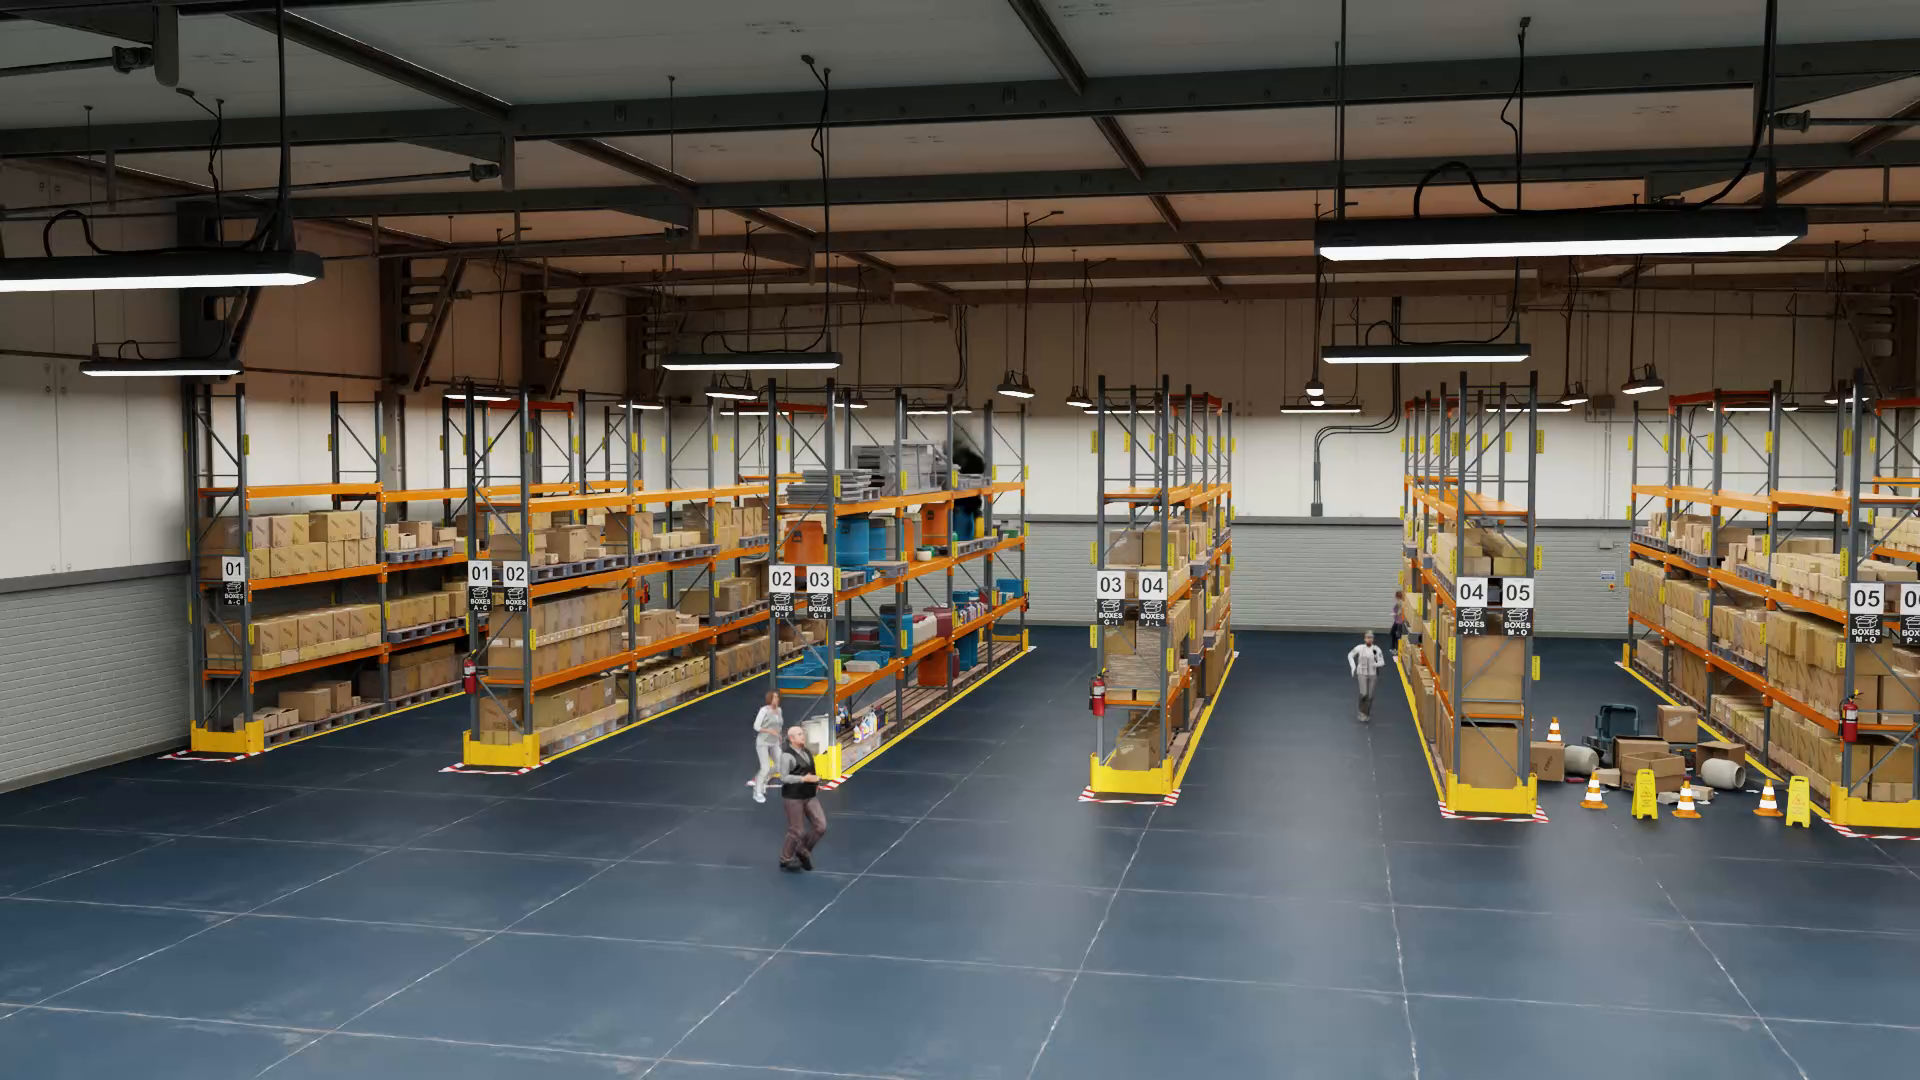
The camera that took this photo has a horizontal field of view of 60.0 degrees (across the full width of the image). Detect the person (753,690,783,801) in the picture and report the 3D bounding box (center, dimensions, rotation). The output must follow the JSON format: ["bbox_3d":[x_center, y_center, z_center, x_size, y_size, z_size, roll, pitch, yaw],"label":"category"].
[{"bbox_3d":[-2.637,2.891,23.402,0.550,1.552,0.551,-3,5,-44],"label":"person"}]

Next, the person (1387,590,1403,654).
[{"bbox_3d":[10.541,1.989,39.601,0.677,1.611,0.617,0,3,9],"label":"person"}]

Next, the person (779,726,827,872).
[{"bbox_3d":[-1.832,3.041,19.429,0.658,1.728,0.641,2,4,35],"label":"person"}]

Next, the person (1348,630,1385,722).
[{"bbox_3d":[7.322,2.444,29.886,0.598,1.669,0.608,0,3,3],"label":"person"}]
